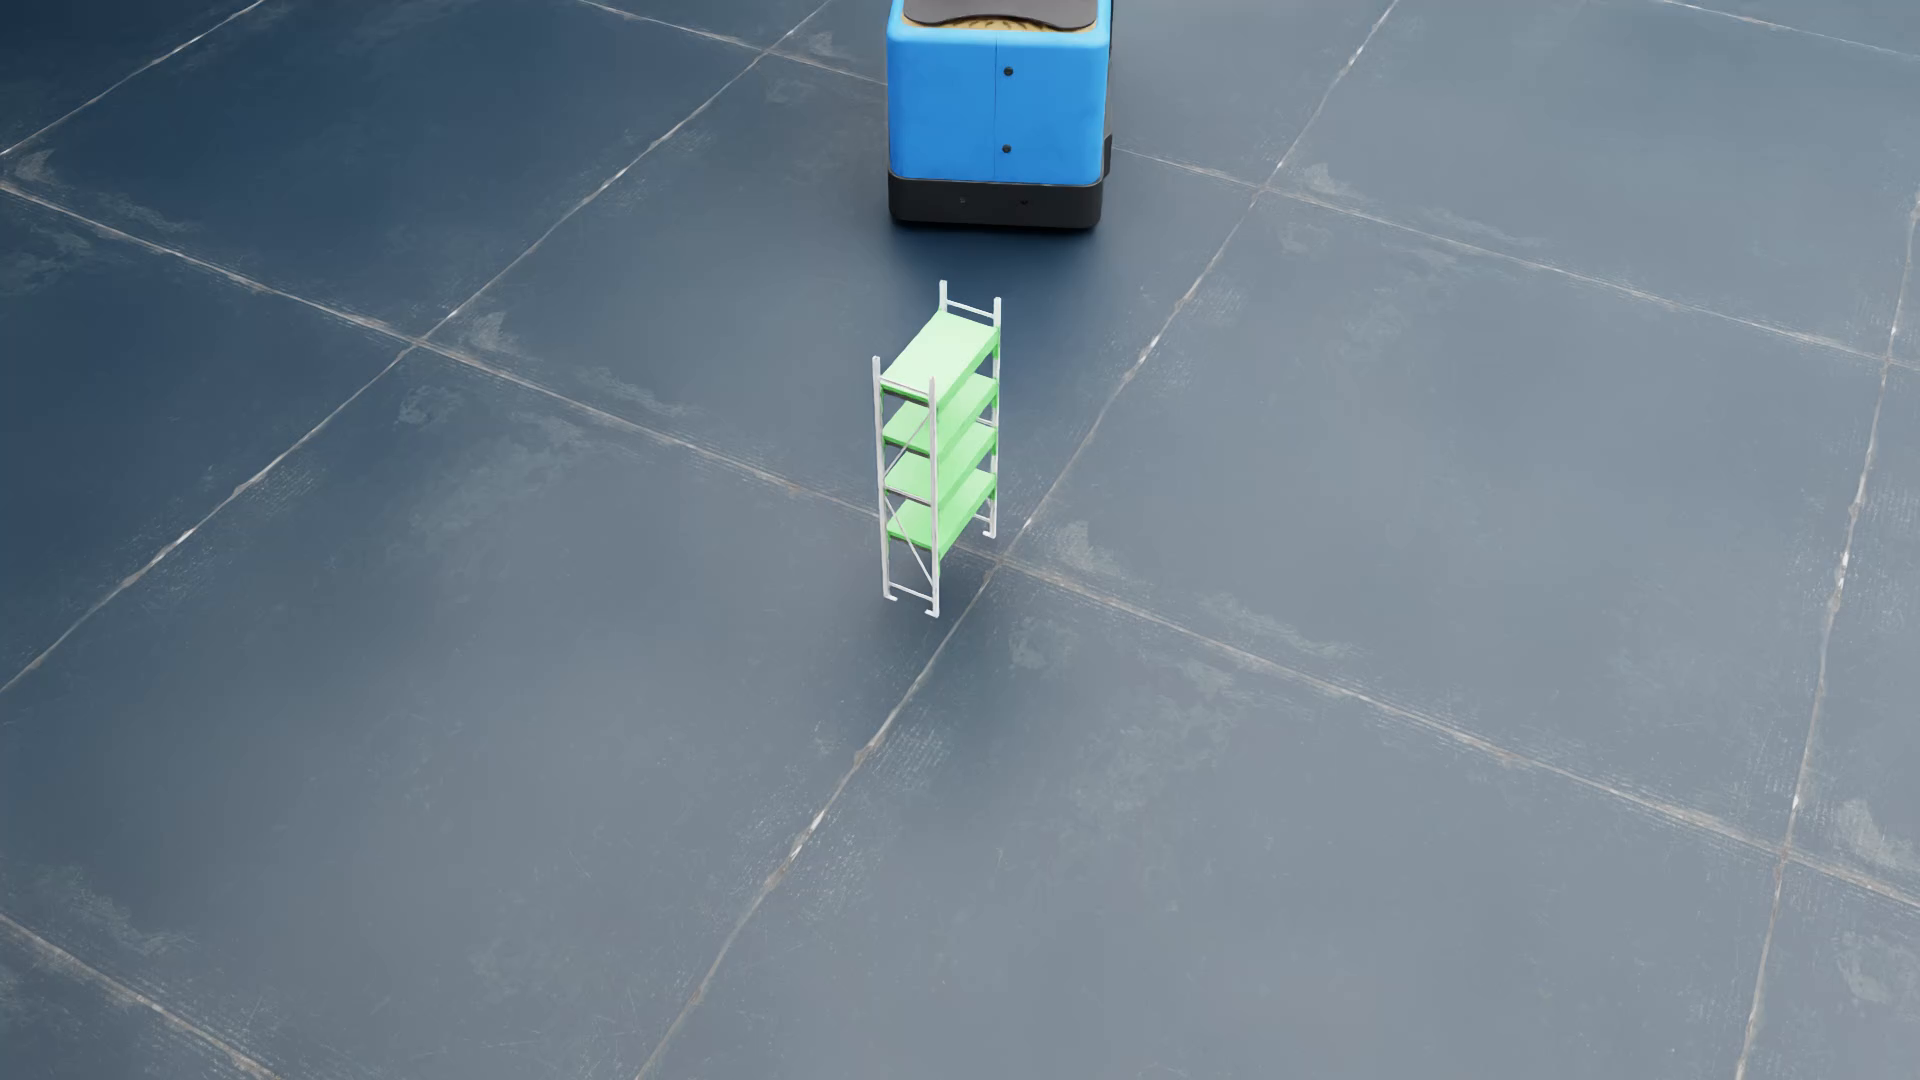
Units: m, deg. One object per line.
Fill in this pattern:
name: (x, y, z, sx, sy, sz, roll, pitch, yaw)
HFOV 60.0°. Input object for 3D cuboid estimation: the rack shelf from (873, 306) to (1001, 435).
rack shelf: (-0.077, -0.610, 5.924, 0.258, 0.148, 0.480, 20, 49, 19)

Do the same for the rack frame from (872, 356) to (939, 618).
rack frame: (-0.190, -0.164, 6.068, 0.240, 1.200, 0.015, 20, 49, 19)

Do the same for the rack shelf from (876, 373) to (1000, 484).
rack shelf: (-0.077, -0.441, 6.095, 0.258, 0.148, 0.480, 20, 49, 19)

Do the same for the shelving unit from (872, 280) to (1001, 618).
shelving unit: (-0.077, -0.317, 6.220, 0.258, 1.200, 0.503, 20, 49, 19)

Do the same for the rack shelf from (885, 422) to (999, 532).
rack shelf: (-0.077, -0.273, 6.266, 0.258, 0.148, 0.480, 20, 49, 19)

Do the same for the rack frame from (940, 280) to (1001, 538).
rack frame: (0.036, -0.471, 6.372, 0.240, 1.200, 0.015, 20, 49, 19)

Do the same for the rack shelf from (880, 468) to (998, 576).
rack shelf: (-0.077, -0.104, 6.436, 0.258, 0.148, 0.480, 20, 49, 19)

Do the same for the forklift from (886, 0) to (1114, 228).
forklift: (0.280, -3.605, 8.252, 1.130, 2.935, 3.031, 3, 45, 3)
